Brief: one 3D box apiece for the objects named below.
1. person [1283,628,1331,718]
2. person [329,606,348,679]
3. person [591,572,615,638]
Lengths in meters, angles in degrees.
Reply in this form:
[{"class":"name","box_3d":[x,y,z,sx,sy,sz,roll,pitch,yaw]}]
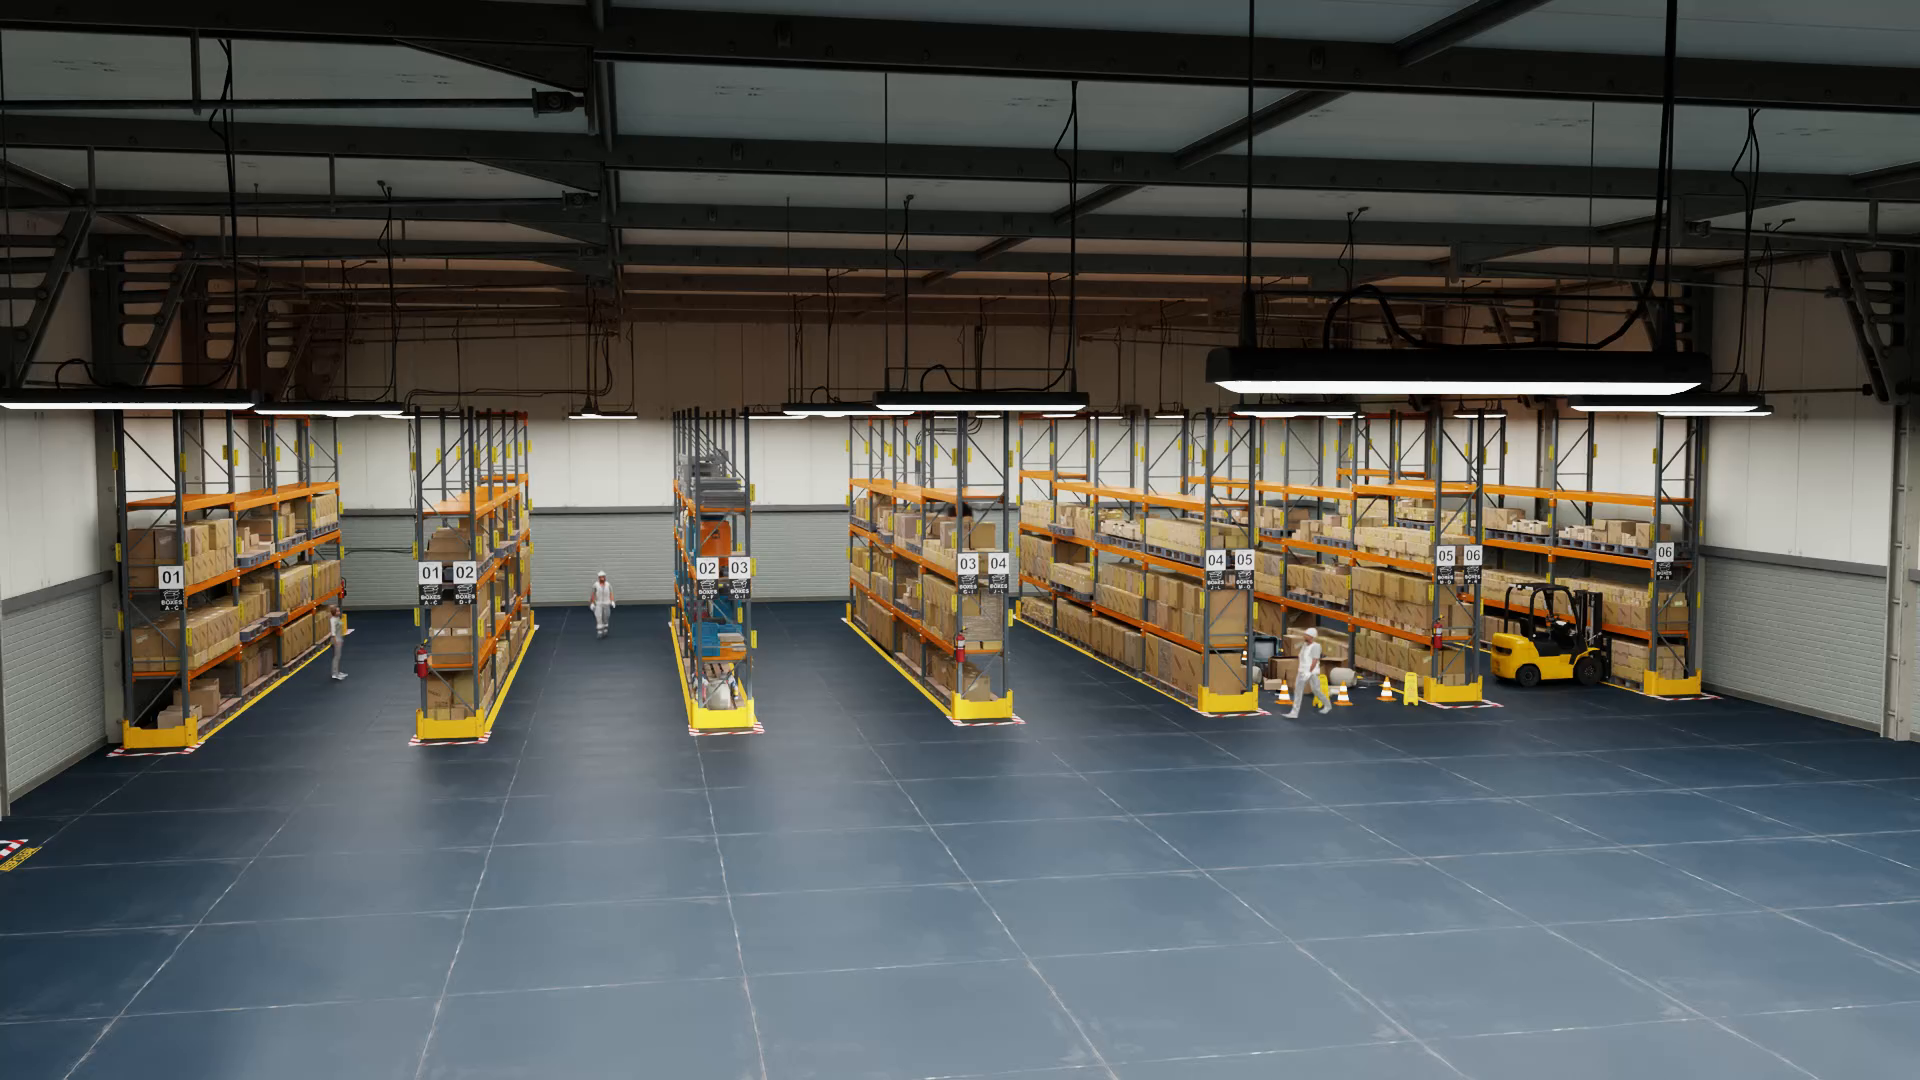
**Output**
[{"class":"person","box_3d":[6.745,2.566,32.077,1.038,1.753,0.505,-3,5,-35]},{"class":"person","box_3d":[-13.894,2.291,37.178,0.348,1.625,0.493,-1,4,-14]},{"class":"person","box_3d":[-9.447,1.704,43.963,0.635,1.732,1.048,-1,4,-12]}]
